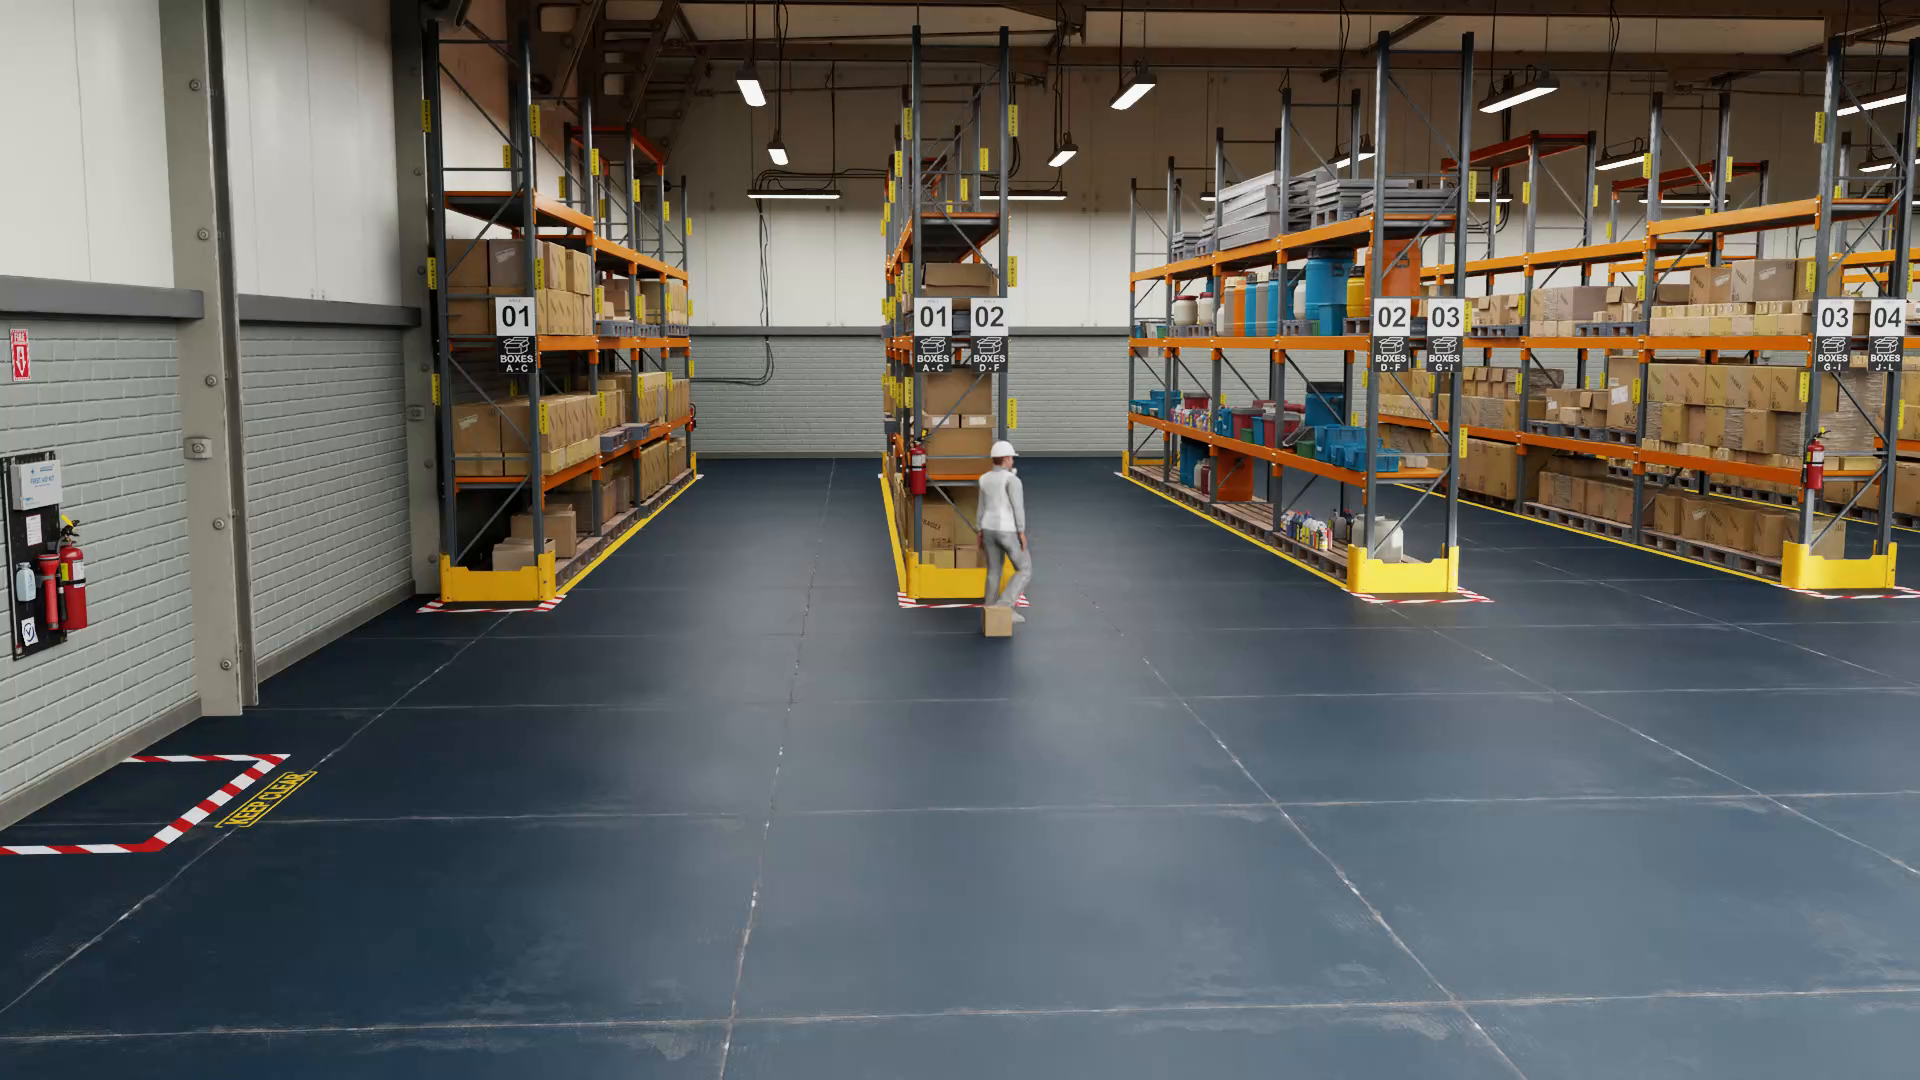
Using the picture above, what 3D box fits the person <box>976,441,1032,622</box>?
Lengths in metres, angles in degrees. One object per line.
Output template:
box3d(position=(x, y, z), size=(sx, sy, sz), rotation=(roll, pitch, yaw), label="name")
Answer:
box3d(position=(0.419, -0.070, 16.084), size=(0.663, 1.760, 0.496), rotation=(6, 9, 42), label="person")
